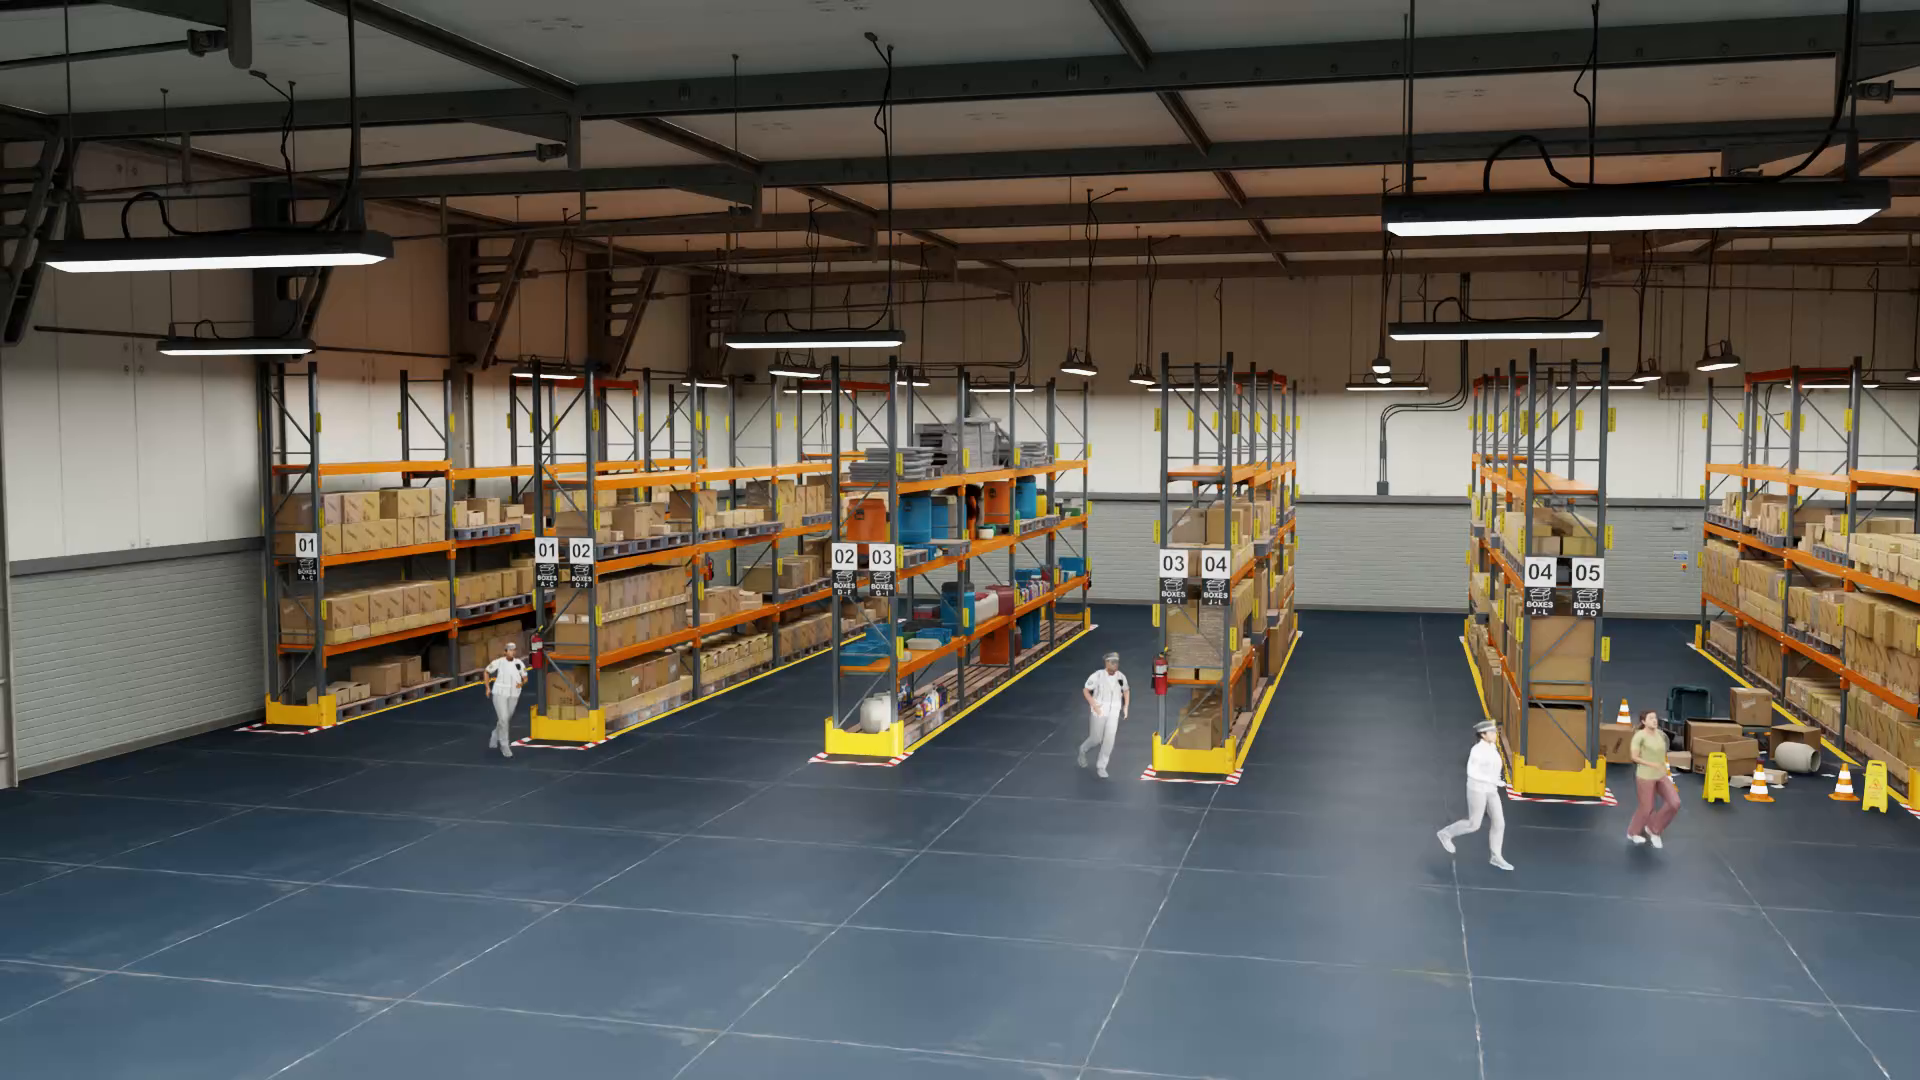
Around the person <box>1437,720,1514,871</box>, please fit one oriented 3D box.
[{"bbox_3d":[5.862,2.839,18.821,0.600,1.681,0.892,-4,6,-44],"label":"person"}]

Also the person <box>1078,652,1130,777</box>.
[{"bbox_3d":[2.111,2.463,23.821,0.706,1.745,0.721,-1,4,-16],"label":"person"}]

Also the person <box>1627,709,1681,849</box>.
[{"bbox_3d":[8.155,2.805,19.602,0.586,1.642,0.650,-1,4,-20],"label":"person"}]

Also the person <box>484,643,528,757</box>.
[{"bbox_3d":[-6.852,2.395,25.276,0.619,1.659,0.838,-3,5,-38],"label":"person"}]
